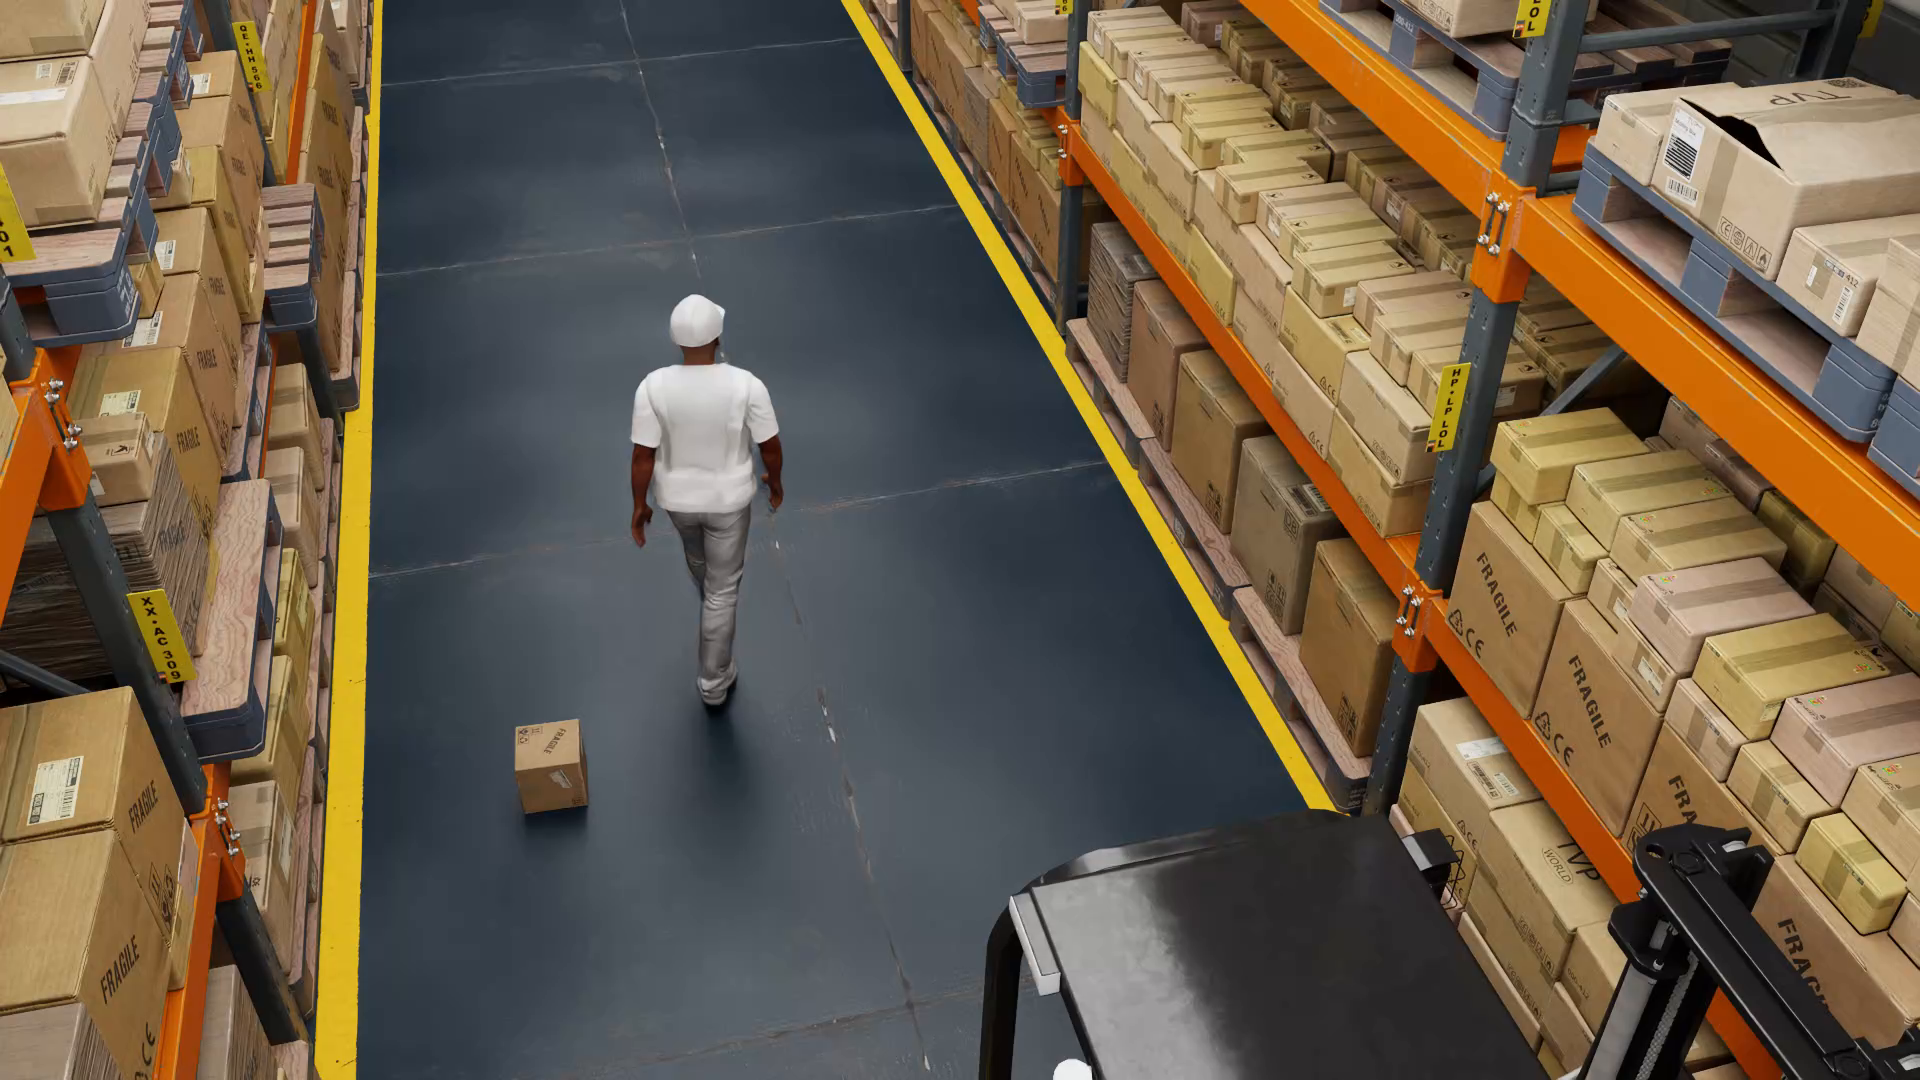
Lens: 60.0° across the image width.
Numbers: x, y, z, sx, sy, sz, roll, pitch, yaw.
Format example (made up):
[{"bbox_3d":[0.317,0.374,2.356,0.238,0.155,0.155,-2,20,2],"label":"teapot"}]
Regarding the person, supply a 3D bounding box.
[{"bbox_3d":[-1.031,-0.247,6.934,0.604,1.699,0.985,3,38,4],"label":"person"}]
